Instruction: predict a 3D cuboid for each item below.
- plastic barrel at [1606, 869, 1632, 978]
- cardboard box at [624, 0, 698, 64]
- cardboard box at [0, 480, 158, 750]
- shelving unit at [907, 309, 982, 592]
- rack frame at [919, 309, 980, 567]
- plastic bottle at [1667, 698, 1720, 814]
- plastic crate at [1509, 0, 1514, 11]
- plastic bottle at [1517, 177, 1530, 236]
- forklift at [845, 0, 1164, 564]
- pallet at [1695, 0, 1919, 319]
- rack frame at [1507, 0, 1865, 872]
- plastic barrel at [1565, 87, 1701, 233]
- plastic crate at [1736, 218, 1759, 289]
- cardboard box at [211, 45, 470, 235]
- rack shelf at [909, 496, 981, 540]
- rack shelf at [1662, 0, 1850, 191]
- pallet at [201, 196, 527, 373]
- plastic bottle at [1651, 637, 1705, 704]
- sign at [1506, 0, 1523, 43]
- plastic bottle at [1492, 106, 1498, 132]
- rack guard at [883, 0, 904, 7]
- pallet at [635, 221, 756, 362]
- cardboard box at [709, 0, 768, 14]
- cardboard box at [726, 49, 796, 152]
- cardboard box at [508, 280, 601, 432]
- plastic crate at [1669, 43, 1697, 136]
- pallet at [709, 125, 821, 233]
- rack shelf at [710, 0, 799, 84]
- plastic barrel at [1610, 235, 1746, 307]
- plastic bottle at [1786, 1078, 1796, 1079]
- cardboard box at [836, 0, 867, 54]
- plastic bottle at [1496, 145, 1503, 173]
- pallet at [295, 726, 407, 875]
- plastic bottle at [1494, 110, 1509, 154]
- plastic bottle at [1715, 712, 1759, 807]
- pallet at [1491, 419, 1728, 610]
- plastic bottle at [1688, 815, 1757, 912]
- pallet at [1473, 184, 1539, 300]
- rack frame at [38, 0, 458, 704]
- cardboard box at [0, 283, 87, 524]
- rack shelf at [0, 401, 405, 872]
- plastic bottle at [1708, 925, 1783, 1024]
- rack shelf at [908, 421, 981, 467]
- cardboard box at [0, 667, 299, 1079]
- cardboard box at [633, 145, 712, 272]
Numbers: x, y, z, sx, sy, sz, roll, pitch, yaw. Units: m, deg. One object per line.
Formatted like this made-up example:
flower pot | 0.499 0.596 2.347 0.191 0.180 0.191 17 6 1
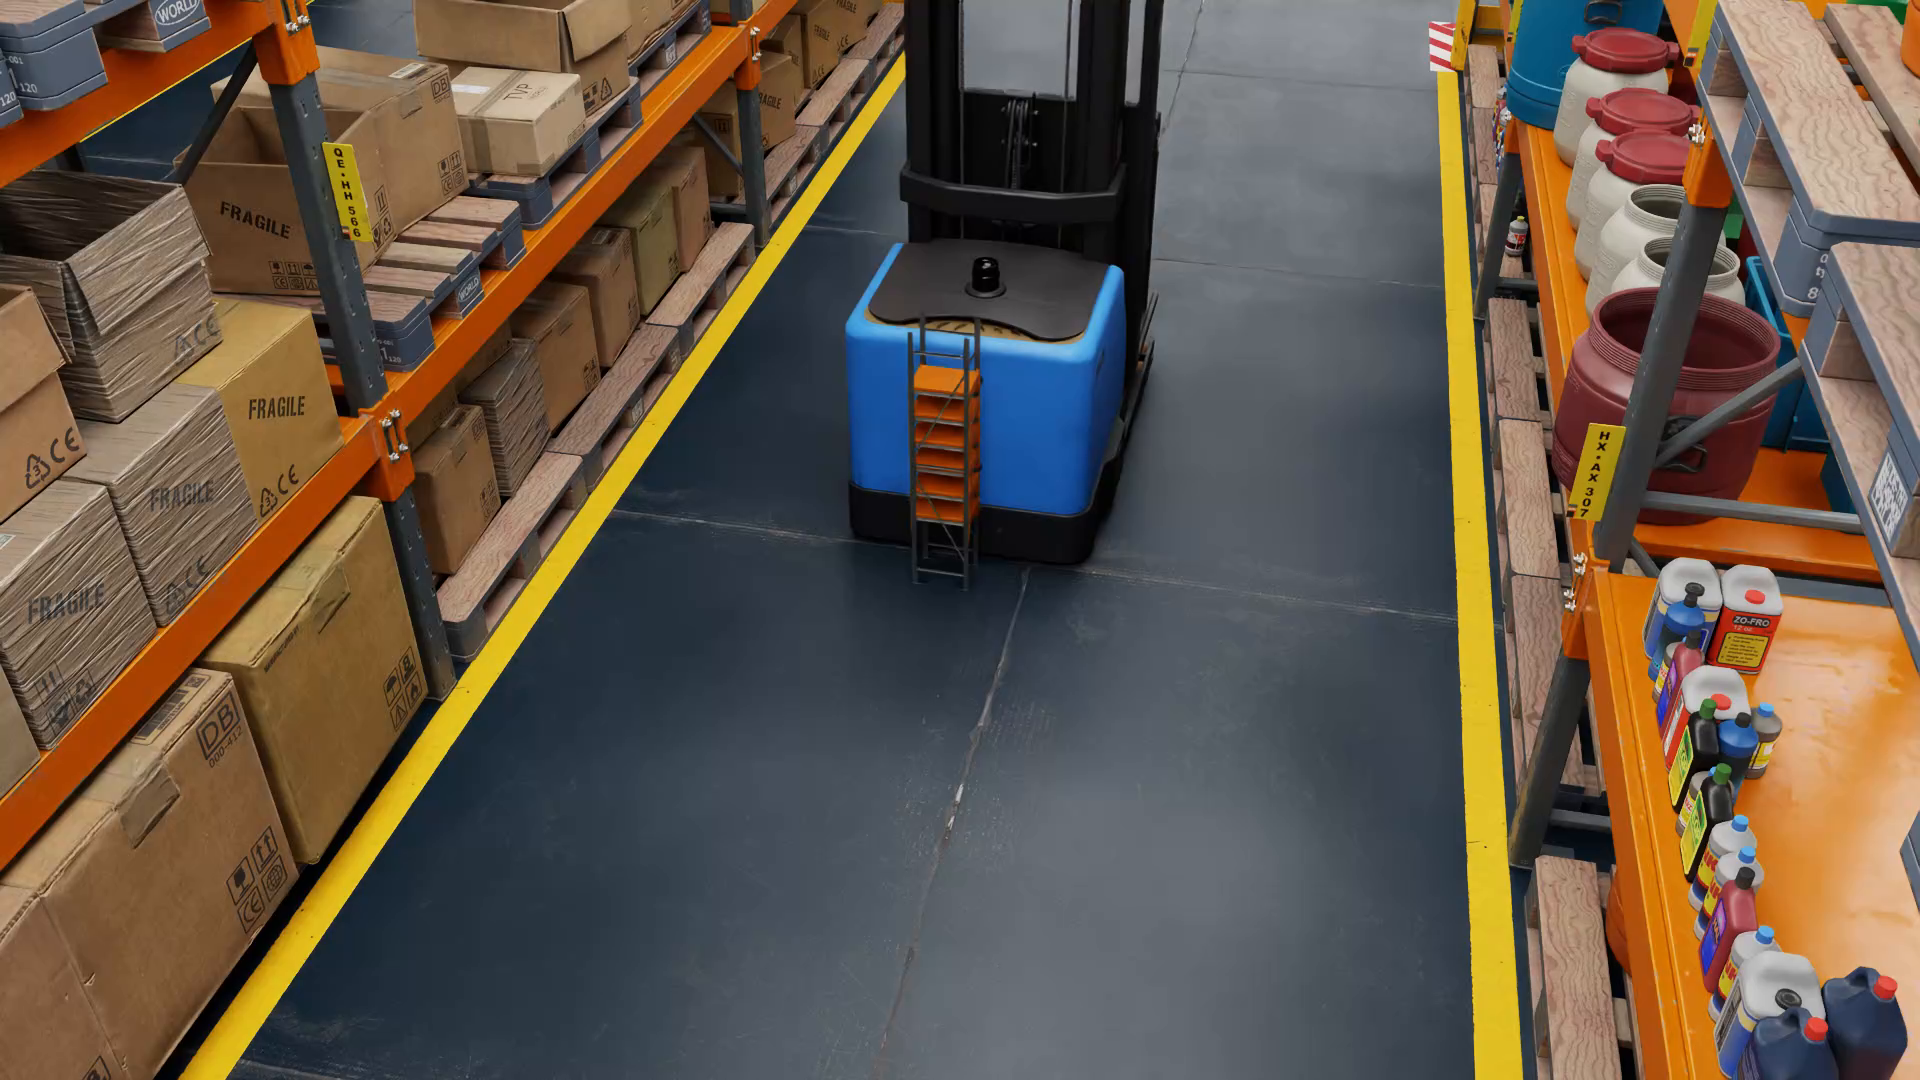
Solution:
plastic barrel | 2.293 0.928 4.905 0.600 0.830 0.708 7 37 10
cardboard box | -1.910 -2.952 7.898 1.000 1.000 1.000 8 37 10
cardboard box | -2.541 0.173 4.370 0.500 0.500 0.500 6 36 8
shelving unit | -0.061 -0.337 6.692 0.258 1.200 0.189 8 37 11
rack frame | -0.040 -0.389 6.764 0.240 1.200 0.006 8 37 11
plastic bottle | 1.801 0.528 4.065 0.061 0.283 0.133 7 37 10
plastic crate | 3.207 -2.965 8.911 0.499 0.251 0.616 7 37 10
plastic bottle | 3.092 -1.867 9.152 0.144 0.351 0.185 6 36 9
forklift | 0.361 -1.952 7.445 1.130 2.935 3.031 8 37 11
pallet | 2.122 -0.775 3.368 1.003 0.211 1.213 7 37 10
rack frame | 2.381 -0.063 4.781 1.000 3.000 0.127 7 37 10
plastic barrel | 2.660 -1.470 6.606 0.433 0.535 0.433 0 36 0
plastic crate | 3.025 -0.977 5.987 0.402 0.464 0.583 7 37 10
cardboard box | -2.360 -1.542 6.378 0.700 0.500 0.500 13 38 17
rack shelf | -0.061 -0.106 6.859 0.258 0.103 0.180 8 37 11
rack shelf | 2.808 -2.133 5.694 1.077 0.370 4.000 7 37 10
pallet | -2.409 -1.028 6.276 1.213 0.211 1.003 7 37 10
plastic bottle | 1.901 0.344 4.389 0.097 0.201 0.097 0 36 0
sign | 2.700 -2.544 7.968 0.100 0.325 0.005 7 37 10
plastic bottle | 3.376 -2.635 10.339 0.097 0.201 0.097 0 36 0
rack guard | -0.765 -4.215 12.639 1.175 0.500 0.348 7 37 10
pallet | -1.768 -1.401 9.004 1.003 0.211 1.213 7 37 10
cardboard box | -1.263 -2.961 8.993 0.380 0.149 0.250 7 37 10
cardboard box | -1.364 -2.689 10.176 0.500 0.500 0.500 19 40 24
cardboard box | -2.114 -0.882 7.666 0.700 0.500 0.500 10 37 14
plastic crate | 3.431 -2.066 7.490 0.402 0.464 0.583 7 37 10
pallet | -1.494 -2.237 10.157 1.003 0.211 1.213 7 37 10
rack shelf | -1.176 -3.832 10.595 1.077 0.370 4.000 7 37 10
plastic barrel | 2.392 -0.725 5.599 0.421 0.512 0.421 0 36 0
plastic bottle | 1.564 1.164 3.187 0.061 0.283 0.133 7 37 10
cardboard box | -0.993 -3.725 11.606 0.500 0.500 0.500 17 39 22
plastic bottle | 3.239 -2.266 9.830 0.097 0.201 0.097 0 36 0
pallet | -2.699 0.888 5.845 1.003 0.211 1.213 7 37 10
plastic bottle | 3.304 -2.469 10.050 0.097 0.271 0.097 0 36 0
plastic bottle | 1.882 0.533 4.069 0.097 0.271 0.097 0 36 0
pallet | 2.847 -0.071 7.167 1.003 0.211 1.213 7 37 10
plastic bottle | 1.745 0.734 3.791 0.097 0.271 0.097 0 36 0
pallet | 3.420 -1.607 9.287 1.003 0.211 1.213 7 37 10
rack frame | -2.457 -0.684 5.638 1.000 3.000 0.127 7 37 10
cardboard box | -2.771 -0.340 4.223 0.797 0.503 0.637 8 37 11
rack shelf | -2.885 0.754 4.267 1.077 0.370 4.000 7 37 10
plastic bottle | 1.675 0.922 3.532 0.097 0.271 0.097 0 36 0
rack shelf | -0.061 -0.398 6.648 0.258 0.103 0.180 8 37 11
cardboard box | -2.823 0.910 4.892 1.225 0.875 0.875 7 37 10
cardboard box | -1.755 -1.794 8.924 0.700 0.500 0.500 5 36 6
